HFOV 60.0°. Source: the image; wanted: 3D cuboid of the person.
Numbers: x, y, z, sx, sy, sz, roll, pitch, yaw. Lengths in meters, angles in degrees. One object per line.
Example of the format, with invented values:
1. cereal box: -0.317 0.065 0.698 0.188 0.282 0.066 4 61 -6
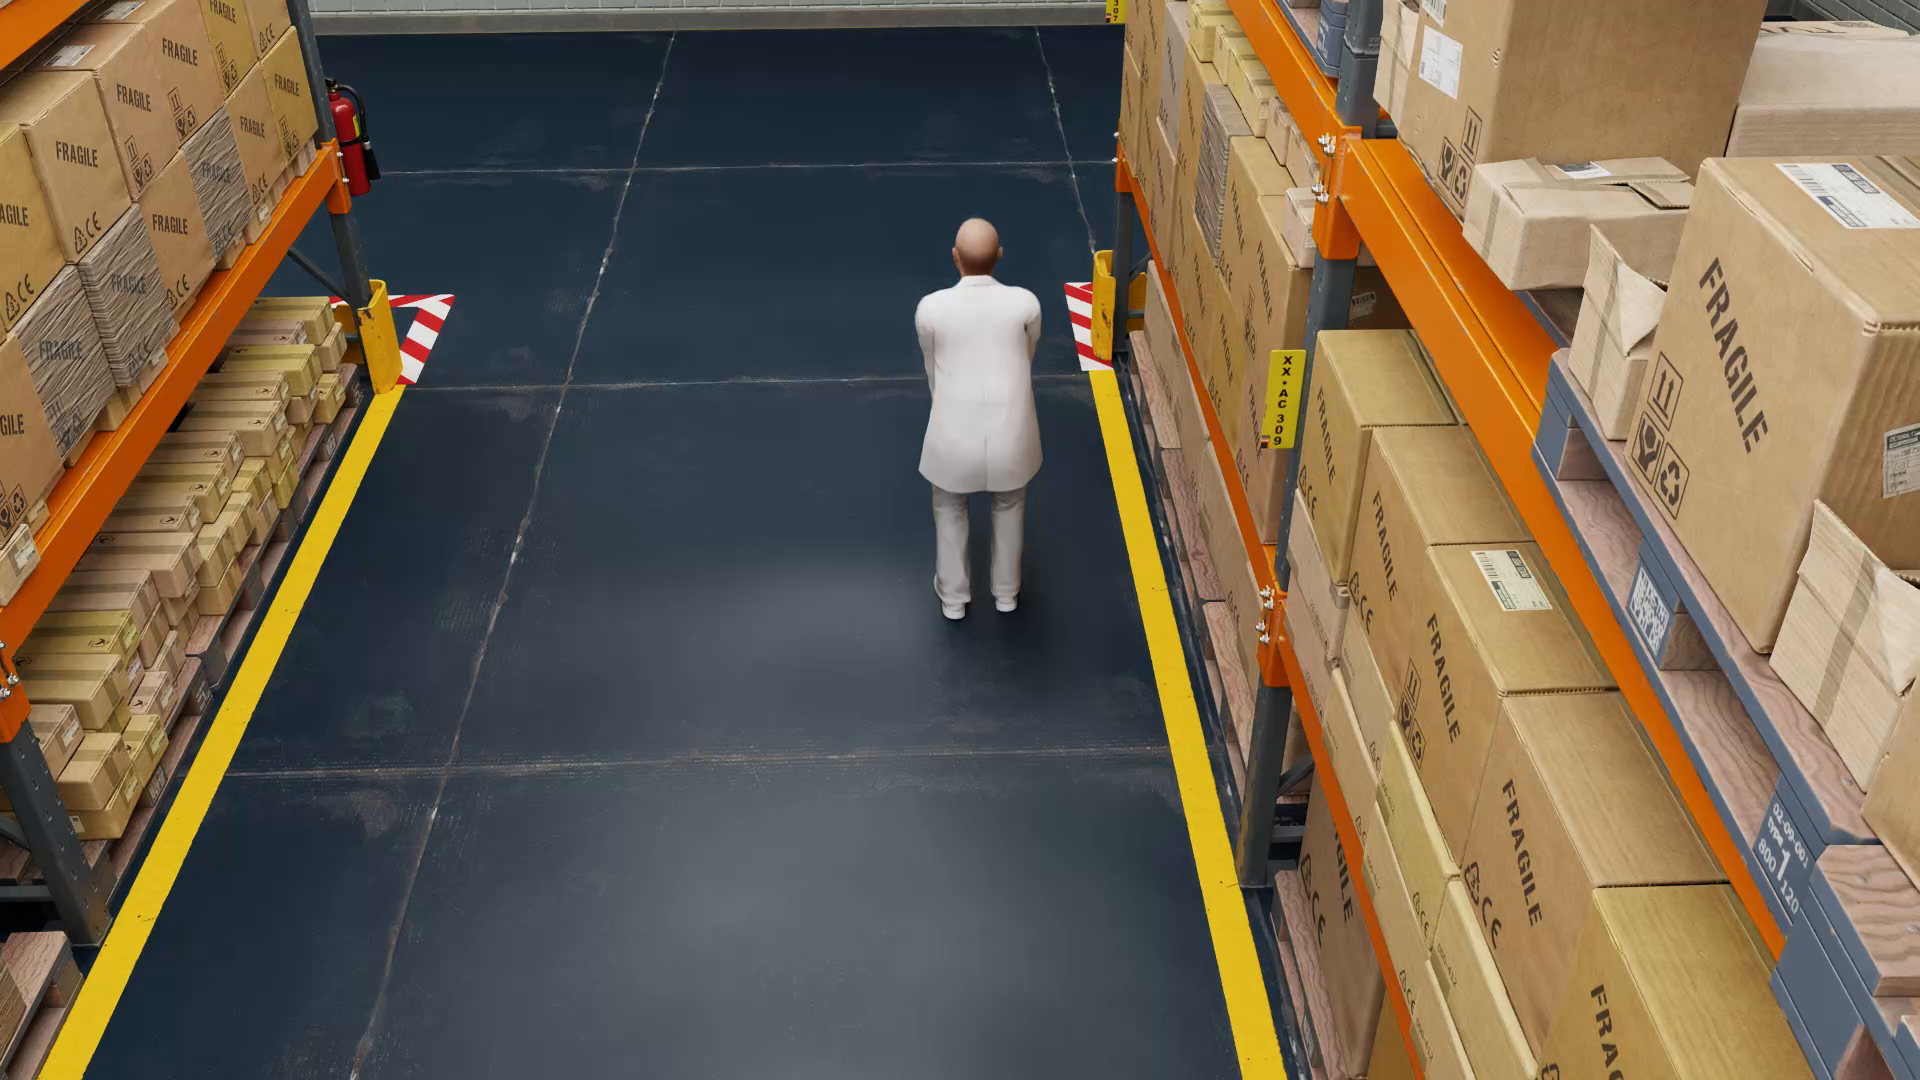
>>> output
1. person: 0.080 -0.516 6.910 0.527 1.774 0.573 -2 35 -3
